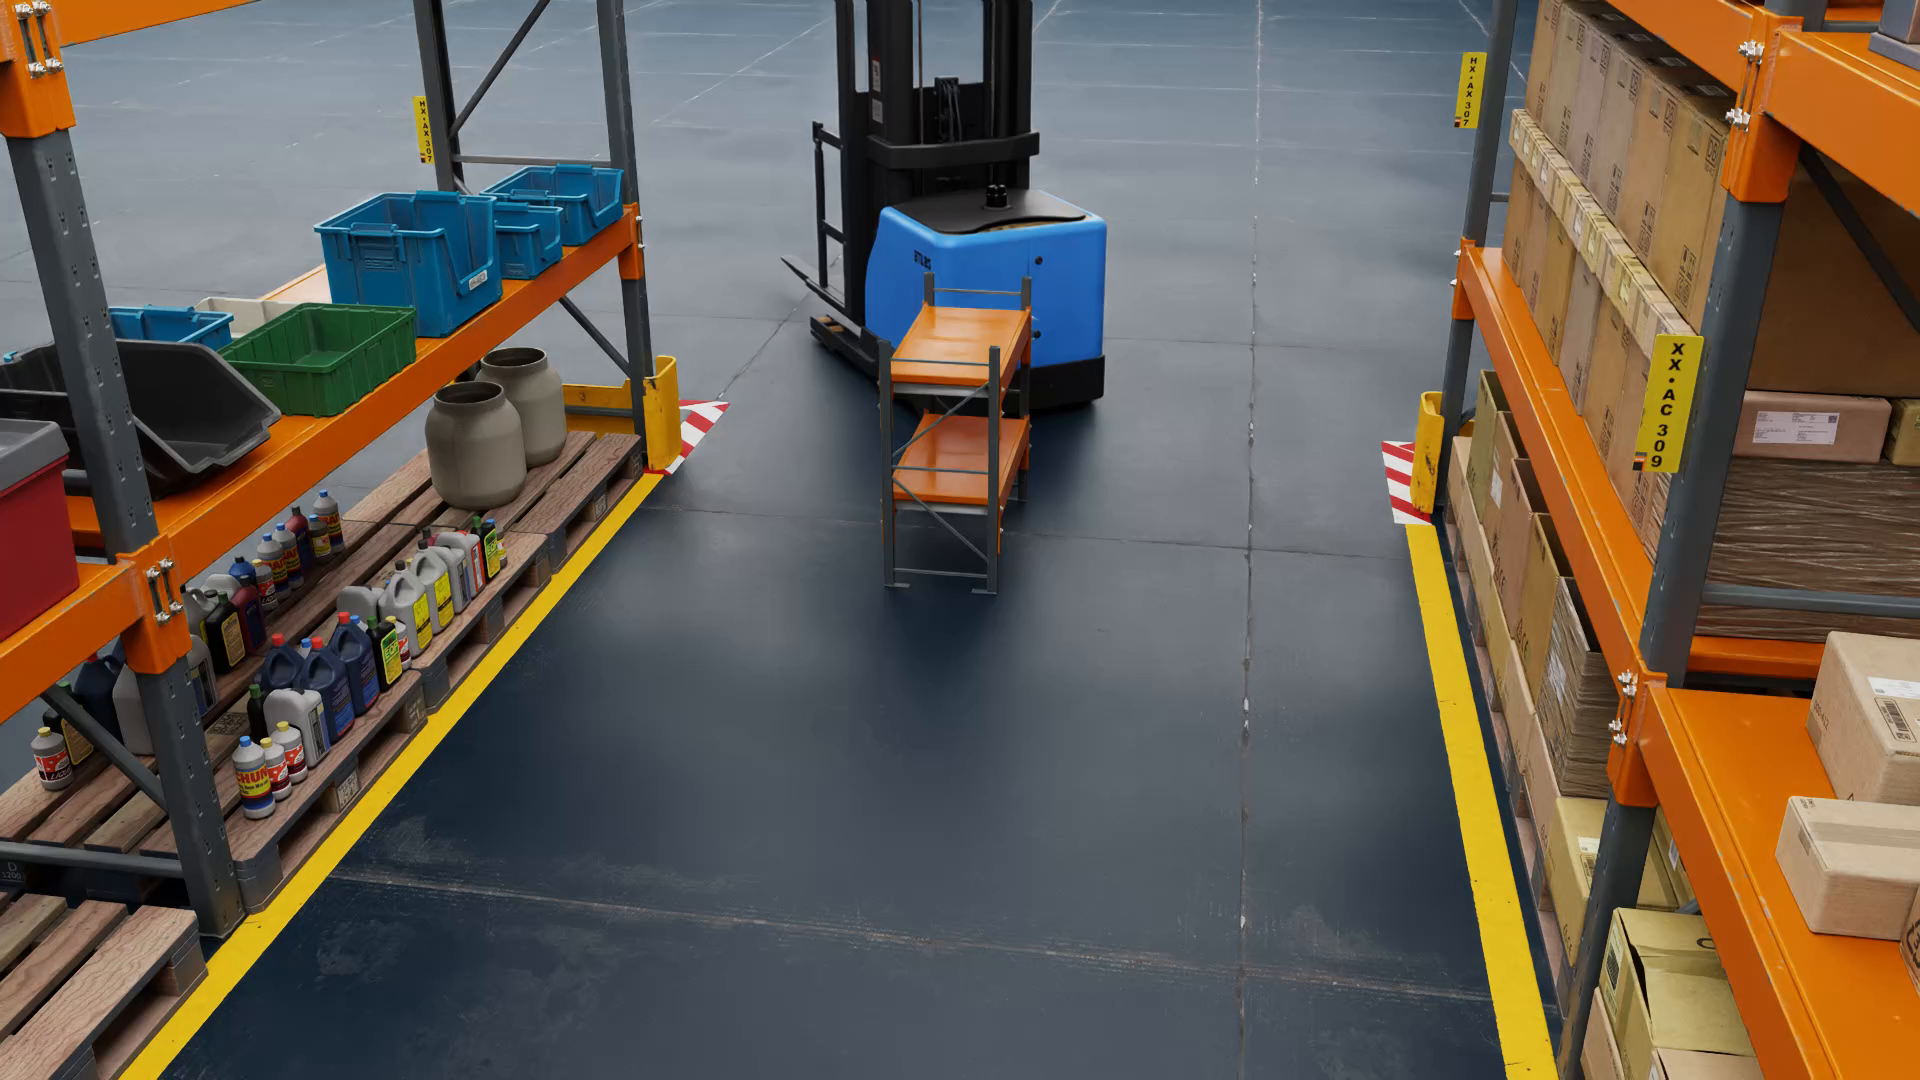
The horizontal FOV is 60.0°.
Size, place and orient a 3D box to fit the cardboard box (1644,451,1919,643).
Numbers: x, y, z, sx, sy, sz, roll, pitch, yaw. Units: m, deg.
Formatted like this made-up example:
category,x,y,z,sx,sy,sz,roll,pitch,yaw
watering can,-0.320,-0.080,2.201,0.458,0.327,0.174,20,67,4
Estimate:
category,x,y,z,sx,sy,sz,roll,pitch,yaw
cardboard box,2.208,-0.071,4.244,0.700,0.500,0.500,3,25,7

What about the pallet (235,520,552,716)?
category,x,y,z,sx,sy,sz,roll,pitch,yaw
pallet,-2.396,0.289,6.883,1.003,0.211,1.213,4,25,9

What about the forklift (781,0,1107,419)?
category,x,y,z,sx,sy,sz,roll,pitch,yaw
forklift,-0.278,-2.547,9.734,1.130,2.935,3.031,-11,27,-23

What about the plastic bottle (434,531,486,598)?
category,x,y,z,sx,sy,sz,roll,pitch,yaw
plastic bottle,-2.026,0.079,6.736,0.152,0.276,0.135,4,25,9

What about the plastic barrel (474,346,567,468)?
category,x,y,z,sx,sy,sz,roll,pitch,yaw
plastic barrel,-2.122,-0.640,8.018,0.421,0.512,0.421,0,25,0

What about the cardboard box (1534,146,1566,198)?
category,x,y,z,sx,sy,sz,roll,pitch,yaw
cardboard box,2.393,-1.382,6.281,0.380,0.149,0.250,4,25,8

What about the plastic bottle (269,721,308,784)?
category,x,y,z,sx,sy,sz,roll,pitch,yaw
plastic bottle,-2.226,0.696,5.506,0.097,0.201,0.097,0,25,0

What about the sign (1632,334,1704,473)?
category,x,y,z,sx,sy,sz,roll,pitch,yaw
sign,1.594,-0.305,3.749,0.100,0.325,0.005,4,25,9

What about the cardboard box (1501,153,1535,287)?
category,x,y,z,sx,sy,sz,roll,pitch,yaw
cardboard box,2.707,-1.363,7.006,0.700,0.500,0.500,4,25,9

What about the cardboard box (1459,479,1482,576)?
category,x,y,z,sx,sy,sz,roll,pitch,yaw
cardboard box,2.411,-0.039,7.043,0.500,0.250,0.500,4,25,9

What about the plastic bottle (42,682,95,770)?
category,x,y,z,sx,sy,sz,roll,pitch,yaw
plastic bottle,-2.991,0.623,5.566,0.061,0.283,0.133,5,26,11

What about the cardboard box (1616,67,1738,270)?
category,x,y,z,sx,sy,sz,roll,pitch,yaw
cardboard box,2.372,-1.079,4.868,0.700,0.500,0.500,4,25,8

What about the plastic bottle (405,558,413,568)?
category,x,y,z,sx,sy,sz,roll,pitch,yaw
plastic bottle,-2.175,0.170,6.630,0.097,0.201,0.097,0,25,0

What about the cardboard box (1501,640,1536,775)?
category,x,y,z,sx,sy,sz,roll,pitch,yaw
cardboard box,2.161,0.588,5.703,0.500,0.250,0.500,4,25,9

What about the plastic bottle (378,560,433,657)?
category,x,y,z,sx,sy,sz,roll,pitch,yaw
plastic bottle,-2.102,0.251,6.281,0.144,0.351,0.185,4,25,8

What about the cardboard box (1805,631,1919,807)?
category,x,y,z,sx,sy,sz,roll,pitch,yaw
cardboard box,2.105,0.438,3.454,0.500,0.250,0.500,6,26,12

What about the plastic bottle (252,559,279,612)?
category,x,y,z,sx,sy,sz,roll,pitch,yaw
plastic bottle,-2.783,0.175,6.621,0.097,0.201,0.097,0,25,0

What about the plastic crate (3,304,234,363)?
category,x,y,z,sx,sy,sz,roll,pitch,yaw
plastic crate,-2.831,-0.598,5.665,0.499,0.251,0.616,4,25,9

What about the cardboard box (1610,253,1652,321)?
category,x,y,z,sx,sy,sz,roll,pitch,yaw
cardboard box,2.143,-0.732,4.893,0.380,0.149,0.250,4,25,8

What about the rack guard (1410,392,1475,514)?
category,x,y,z,sx,sy,sz,roll,pitch,yaw
rack guard,2.800,-0.390,7.994,1.175,0.500,0.348,4,25,9

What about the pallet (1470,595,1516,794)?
category,x,y,z,sx,sy,sz,roll,pitch,yaw
pallet,2.510,0.582,6.257,1.003,0.211,1.213,4,25,9

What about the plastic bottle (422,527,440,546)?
category,x,y,z,sx,sy,sz,roll,pitch,yaw
plastic bottle,-2.131,0.069,6.750,0.061,0.283,0.133,4,25,9

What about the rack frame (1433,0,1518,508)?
category,x,y,z,sx,sy,sz,roll,pitch,yaw
rack frame,2.796,-1.512,7.442,1.000,3.000,0.127,4,25,9

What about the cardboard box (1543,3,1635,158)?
category,x,y,z,sx,sy,sz,roll,pitch,yaw
cardboard box,2.618,-1.708,6.213,0.700,0.500,0.500,3,25,7

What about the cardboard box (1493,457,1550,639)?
category,x,y,z,sx,sy,sz,roll,pitch,yaw
cardboard box,2.241,0.039,5.991,0.500,0.500,0.500,4,25,9

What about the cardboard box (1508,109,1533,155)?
category,x,y,z,sx,sy,sz,roll,pitch,yaw
cardboard box,2.519,-1.702,6.965,0.380,0.149,0.250,4,25,8

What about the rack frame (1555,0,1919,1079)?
category,x,y,z,sx,sy,sz,roll,pitch,yaw
rack frame,2.142,0.161,3.868,1.000,3.000,0.127,4,25,9

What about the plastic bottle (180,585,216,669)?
category,x,y,z,sx,sy,sz,roll,pitch,yaw
plastic bottle,-2.839,0.312,6.151,0.144,0.351,0.185,4,25,8

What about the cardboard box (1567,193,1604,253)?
category,x,y,z,sx,sy,sz,roll,pitch,yaw
cardboard box,2.267,-1.059,5.592,0.380,0.149,0.250,4,25,9

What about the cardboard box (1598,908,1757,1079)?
category,x,y,z,sx,sy,sz,roll,pitch,yaw
cardboard box,1.829,1.118,3.911,0.500,0.311,0.500,4,25,9

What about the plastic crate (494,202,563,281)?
category,x,y,z,sx,sy,sz,roll,pitch,yaw
plastic crate,-1.989,-1.288,7.139,0.499,0.251,0.408,4,25,9

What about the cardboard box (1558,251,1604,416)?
category,x,y,z,sx,sy,sz,roll,pitch,yaw
cardboard box,2.457,-0.715,5.622,0.700,0.500,0.500,5,26,10

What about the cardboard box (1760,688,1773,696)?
category,x,y,z,sx,sy,sz,roll,pitch,yaw
cardboard box,2.601,0.494,5.019,0.500,0.500,0.500,4,25,9

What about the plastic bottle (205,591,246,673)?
category,x,y,z,sx,sy,sz,roll,pitch,yaw
plastic bottle,-2.734,0.339,6.173,0.061,0.283,0.133,4,25,9

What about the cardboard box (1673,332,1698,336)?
category,x,y,z,sx,sy,sz,roll,pitch,yaw
cardboard box,2.018,-0.410,4.205,0.380,0.149,0.250,3,25,7

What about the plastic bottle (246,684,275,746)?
category,x,y,z,sx,sy,sz,roll,pitch,yaw
plastic bottle,-2.339,0.600,5.615,0.061,0.283,0.133,4,25,9

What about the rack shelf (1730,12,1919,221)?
category,x,y,z,sx,sy,sz,roll,pitch,yaw
rack shelf,1.815,-0.035,1.598,1.077,0.370,4.000,4,25,9

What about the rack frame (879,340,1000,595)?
category,x,y,z,sx,sy,sz,roll,pitch,yaw
rack frame,-0.084,-0.294,7.051,0.500,1.125,0.032,4,25,9

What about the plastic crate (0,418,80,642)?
category,x,y,z,sx,sy,sz,roll,pitch,yaw
plastic crate,-2.521,0.011,4.113,0.402,0.464,0.583,4,25,9

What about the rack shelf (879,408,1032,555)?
category,x,y,z,sx,sy,sz,roll,pitch,yaw
rack shelf,-0.001,-0.285,7.609,0.538,0.278,1.000,4,25,9

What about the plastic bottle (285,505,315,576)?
category,x,y,z,sx,sy,sz,roll,pitch,yaw
plastic bottle,-2.749,0.004,6.888,0.061,0.283,0.133,4,25,9

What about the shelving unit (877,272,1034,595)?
category,x,y,z,sx,sy,sz,roll,pitch,yaw
shelving unit,-0.001,-0.507,7.506,0.538,1.125,1.048,4,25,9

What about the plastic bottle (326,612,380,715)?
category,x,y,z,sx,sy,sz,roll,pitch,yaw
plastic bottle,-2.172,0.429,5.902,0.144,0.351,0.185,3,25,6

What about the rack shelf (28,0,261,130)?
category,x,y,z,sx,sy,sz,roll,pitch,yaw
rack shelf,-2.417,-2.053,5.908,1.077,0.370,4.000,4,25,9

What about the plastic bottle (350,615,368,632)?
category,x,y,z,sx,sy,sz,roll,pitch,yaw
plastic bottle,-2.185,0.401,6.055,0.097,0.271,0.097,0,25,0
